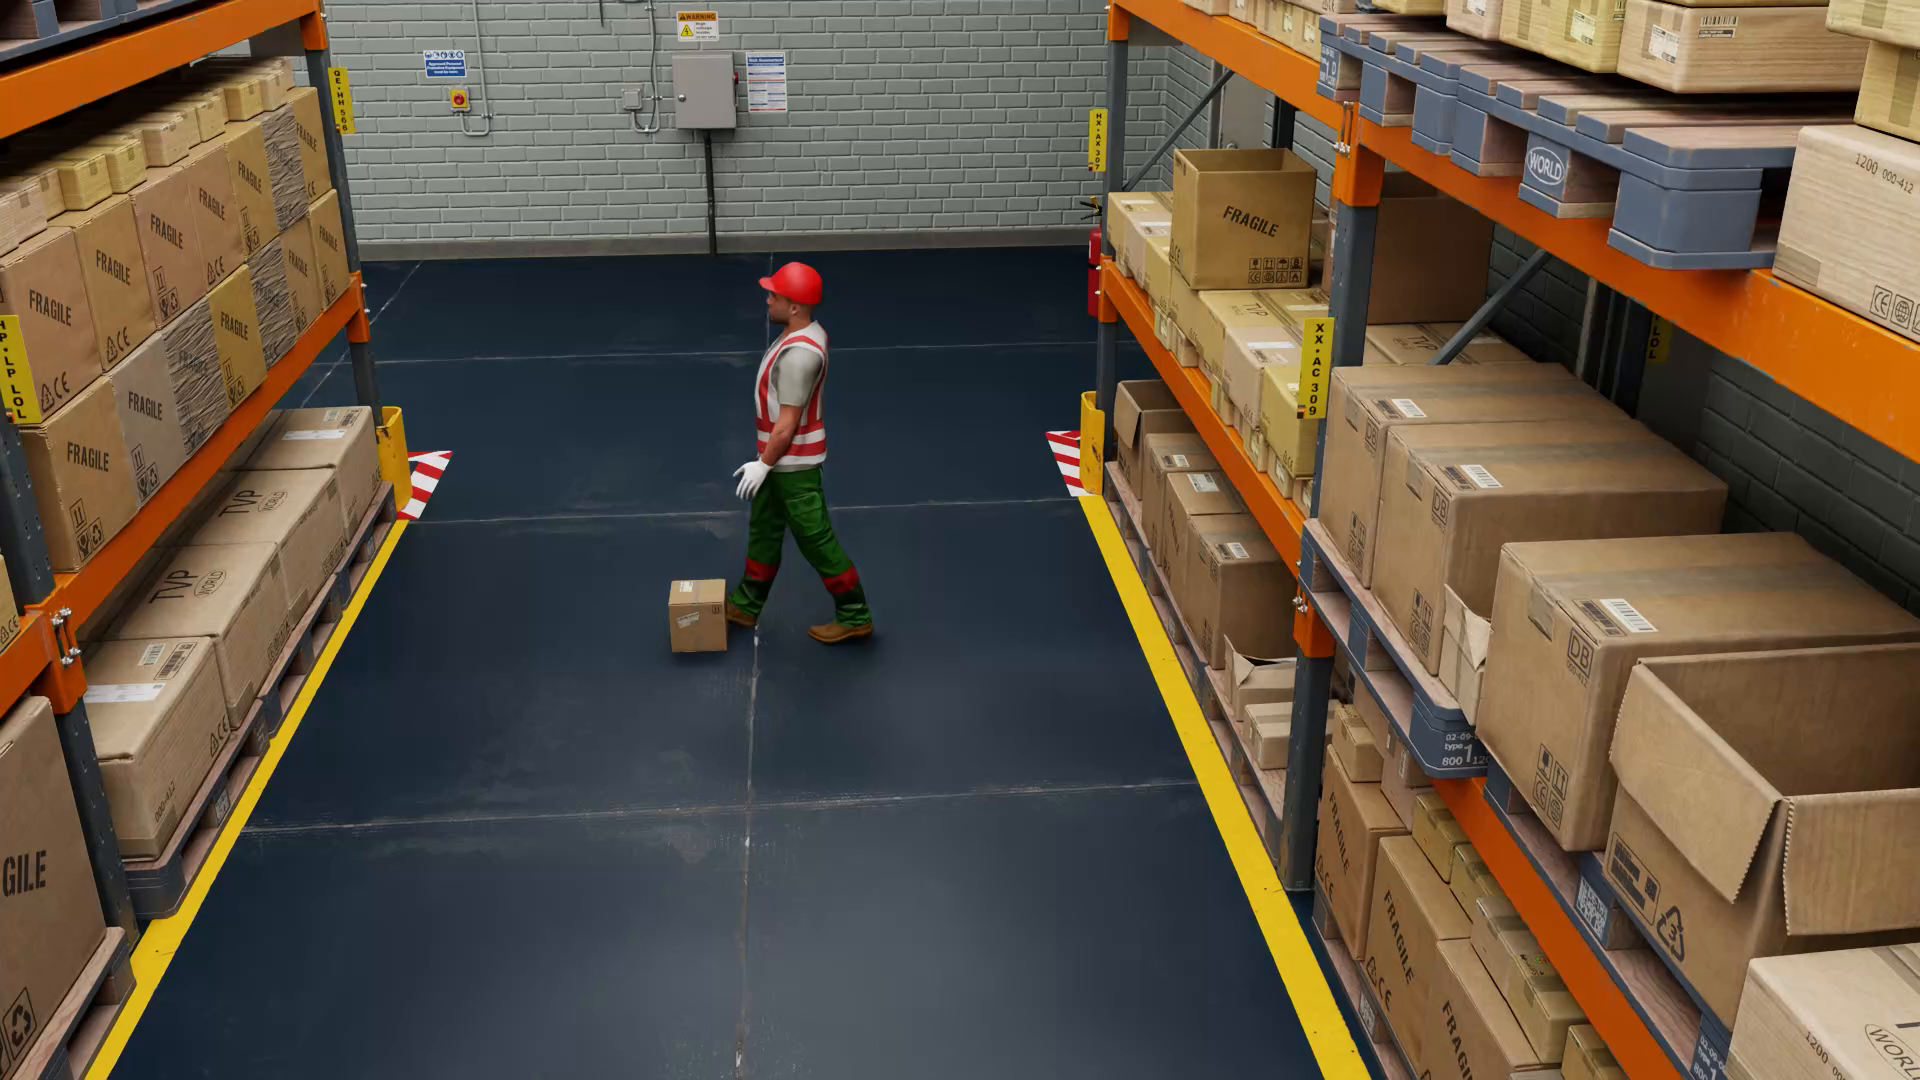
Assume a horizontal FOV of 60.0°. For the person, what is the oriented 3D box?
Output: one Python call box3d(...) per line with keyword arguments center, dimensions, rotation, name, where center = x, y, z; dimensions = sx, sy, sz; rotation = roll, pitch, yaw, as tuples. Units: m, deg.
box3d(center=(-0.823, -0.360, 7.430), dimensions=(0.827, 1.779, 0.531), rotation=(-2, 24, -6), name="person")
